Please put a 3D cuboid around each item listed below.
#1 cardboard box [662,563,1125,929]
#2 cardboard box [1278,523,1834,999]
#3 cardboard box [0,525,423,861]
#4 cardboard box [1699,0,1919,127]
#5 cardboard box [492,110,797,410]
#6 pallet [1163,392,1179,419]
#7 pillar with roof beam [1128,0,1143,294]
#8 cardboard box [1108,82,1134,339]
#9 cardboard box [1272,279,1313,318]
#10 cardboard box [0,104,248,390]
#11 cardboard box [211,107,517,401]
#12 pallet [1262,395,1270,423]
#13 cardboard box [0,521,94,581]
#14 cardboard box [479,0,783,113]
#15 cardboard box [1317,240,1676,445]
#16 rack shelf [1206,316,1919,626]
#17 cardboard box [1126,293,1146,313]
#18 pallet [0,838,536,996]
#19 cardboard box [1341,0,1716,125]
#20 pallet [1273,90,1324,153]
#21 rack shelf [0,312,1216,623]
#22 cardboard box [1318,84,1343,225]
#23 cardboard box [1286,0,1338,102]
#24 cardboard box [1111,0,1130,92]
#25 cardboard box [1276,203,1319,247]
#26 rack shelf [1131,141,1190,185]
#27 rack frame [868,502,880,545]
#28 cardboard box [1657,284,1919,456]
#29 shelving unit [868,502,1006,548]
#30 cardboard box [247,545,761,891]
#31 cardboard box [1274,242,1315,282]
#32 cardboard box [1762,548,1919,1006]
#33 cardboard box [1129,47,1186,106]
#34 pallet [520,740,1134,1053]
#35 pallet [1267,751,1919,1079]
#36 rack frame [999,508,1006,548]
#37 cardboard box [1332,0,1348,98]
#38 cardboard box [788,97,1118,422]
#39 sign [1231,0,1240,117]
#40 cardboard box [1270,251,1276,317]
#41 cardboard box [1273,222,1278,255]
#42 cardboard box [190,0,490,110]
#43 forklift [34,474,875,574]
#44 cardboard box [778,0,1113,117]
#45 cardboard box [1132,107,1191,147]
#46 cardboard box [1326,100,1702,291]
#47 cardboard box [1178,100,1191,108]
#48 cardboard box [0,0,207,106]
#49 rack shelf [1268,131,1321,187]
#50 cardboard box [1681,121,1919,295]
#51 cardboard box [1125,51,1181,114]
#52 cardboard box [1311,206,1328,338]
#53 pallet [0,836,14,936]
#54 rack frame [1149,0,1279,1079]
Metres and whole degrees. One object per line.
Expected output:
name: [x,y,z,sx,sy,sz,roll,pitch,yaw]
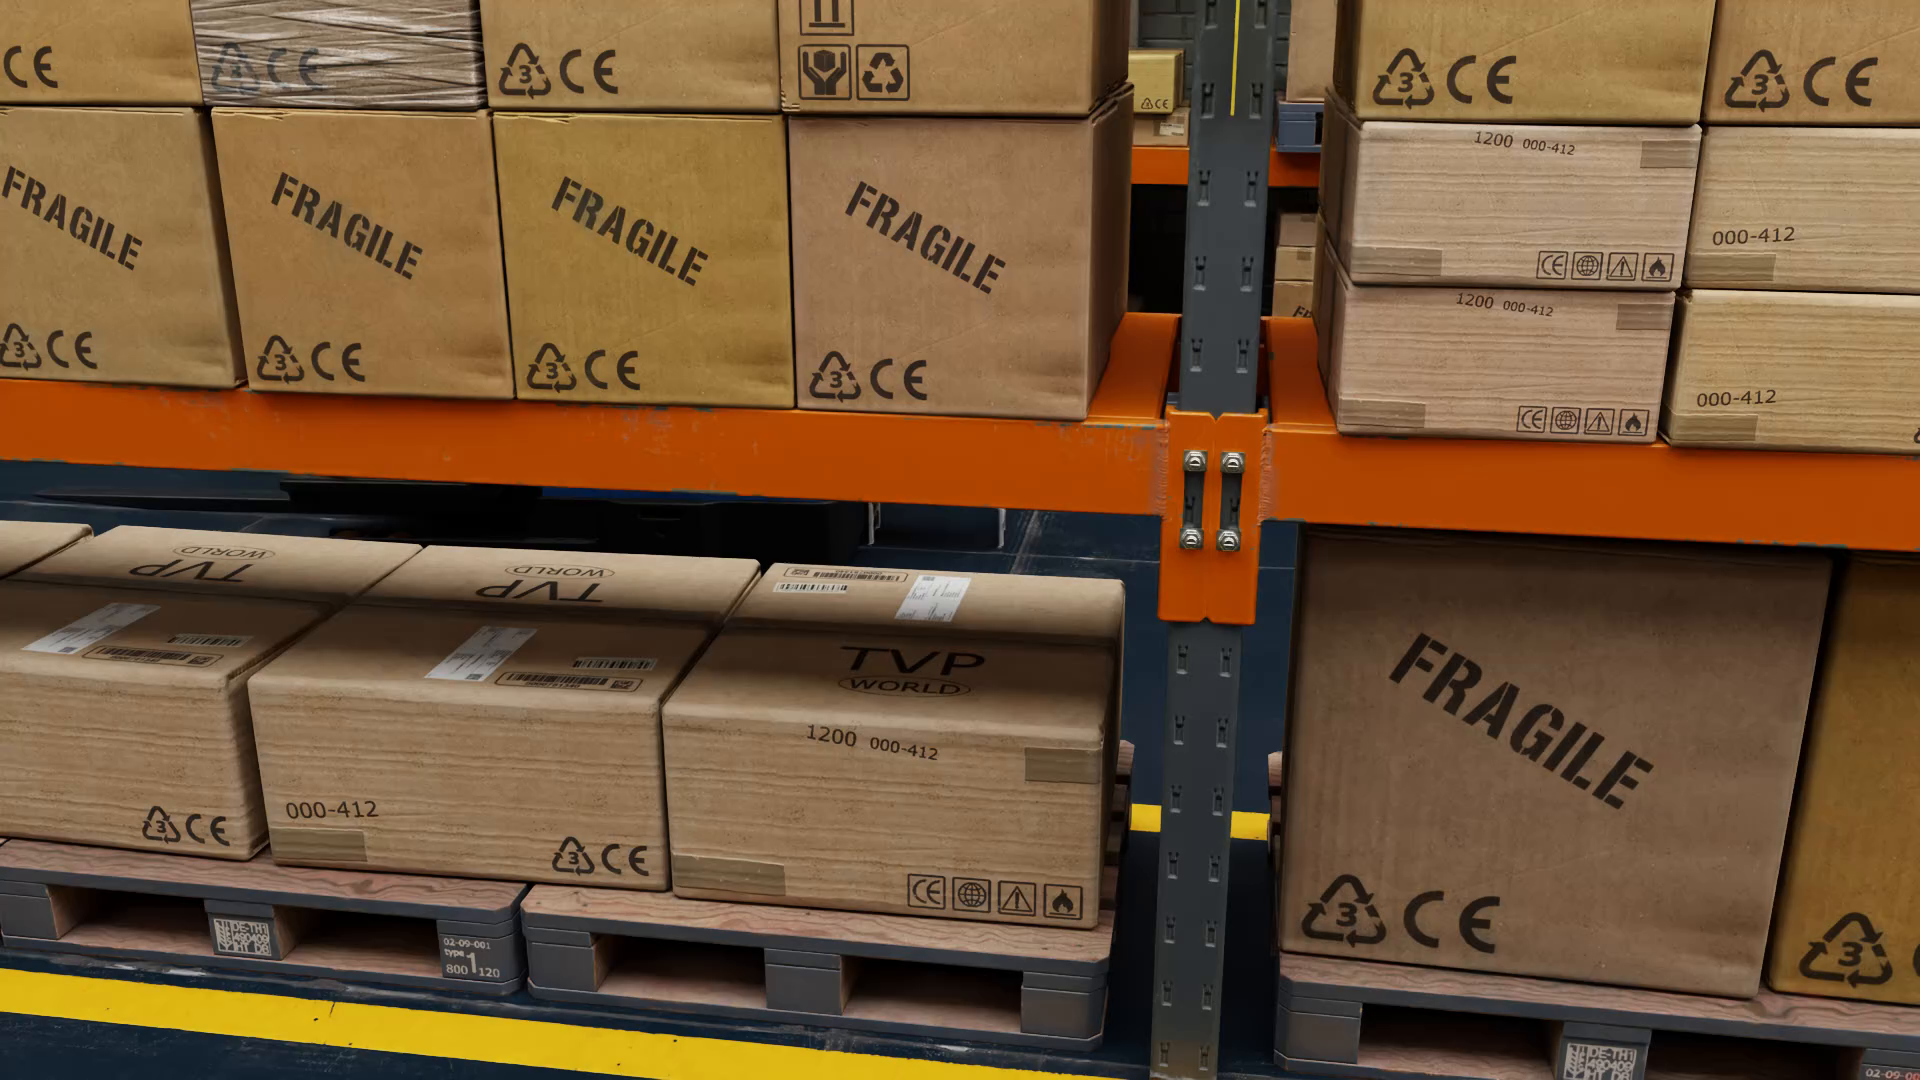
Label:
cardboard box: [-0.098,0.417,3.706,0.875,0.438,0.875,3,19,8]
cardboard box: [1.130,0.281,3.423,0.875,0.875,0.875,4,19,10]
cardboard box: [-1.872,0.326,3.977,0.875,0.438,0.875,3,19,10]
cardboard box: [1.400,-0.926,2.611,0.500,0.500,0.500,3,19,8]
cardboard box: [-0.503,-0.549,3.058,0.500,0.500,0.500,2,19,7]
pallet: [0.610,-0.801,8.366,1.213,0.211,1.003,3,19,9]
pillar with roof beam: [0.061,-3.903,3.785,0.400,9.000,9.100,3,19,9]
cardboard box: [0.083,-0.687,3.471,0.500,0.500,0.500,4,19,10]
cardboard box: [1.730,-1.008,7.866,0.500,0.500,0.500,4,19,11]
cardboard box: [-1.516,-0.601,3.213,0.500,0.500,0.500,4,19,10]
cardboard box: [-1.001,-0.569,3.120,0.500,0.500,0.500,3,19,8]
pallet: [2.097,-0.738,8.175,1.213,0.211,1.003,3,19,9]
cardboard box: [-2.777,0.283,4.107,0.875,0.438,0.875,2,19,7]
cardboard box: [-0.505,-1.021,2.893,0.500,0.500,0.500,3,19,8]
cardboard box: [0.897,-0.358,2.882,0.500,0.250,0.500,2,19,7]
rack shelf: [2.479,-0.092,2.985,4.000,0.370,1.077,3,19,9]
cardboard box: [0.673,-1.120,8.500,0.500,0.311,0.500,4,19,11]
pallet: [-1.442,0.665,3.983,1.213,0.211,1.003,3,19,9]
cardboard box: [0.894,-0.943,2.661,0.500,0.500,0.500,3,19,9]
pallet: [2.060,-1.924,7.628,1.213,0.211,1.003,3,19,9]
rack shelf: [-1.470,-0.293,3.586,4.000,0.370,1.077,3,19,9]
cardboard box: [0.979,-0.754,3.277,0.500,0.250,0.500,3,19,9]
cardboard box: [1.730,-2.241,7.455,0.500,0.500,0.700,3,19,10]
cardboard box: [0.073,-1.155,3.295,0.500,0.500,0.500,3,19,9]
cardboard box: [1.610,-1.469,7.753,0.250,0.149,0.380,3,19,8]
rack shelf: [-0.686,-1.849,8.234,4.000,0.370,1.077,3,19,9]
rack frame: [-0.326,-0.587,6.165,0.015,1.200,0.240,1,19,4]
cardboard box: [1.408,-0.332,2.805,0.500,0.250,0.500,2,19,7]
shelving unit: [-0.082,-0.581,6.150,0.503,1.200,0.258,1,19,4]
cardboard box: [-0.982,0.372,3.840,0.875,0.438,0.875,2,19,7]
cardboard box: [1.600,-1.309,7.743,0.250,0.149,0.380,4,19,11]
cardboard box: [2.023,0.324,3.295,0.875,0.875,0.875,3,19,10]
cardboard box: [0.842,-2.269,8.123,0.500,0.250,0.500,3,19,8]
pallet: [-0.234,0.726,3.801,1.213,0.211,1.003,3,19,9]
pallet: [1.278,0.804,3.568,1.213,0.211,1.003,3,19,9]
rack frame: [0.161,-0.576,6.134,0.015,1.200,0.240,1,19,4]
cardboard box: [0.986,-1.112,3.165,0.500,0.500,0.500,4,19,10]
cardboard box: [0.006,-0.525,2.986,0.500,0.500,0.500,3,19,9]
sign: [0.418,-0.808,2.502,0.005,0.325,0.100,3,19,9]
cardboard box: [1.820,-1.171,8.353,0.500,0.500,0.500,3,19,8]
cardboard box: [1.697,-1.482,8.261,0.250,0.149,0.380,2,19,6]
cardboard box: [-1.009,-1.043,2.961,0.500,0.500,0.500,3,19,9]
forklift: [-1.864,-1.416,5.917,3.031,2.935,1.130,1,19,4]
cardboard box: [-0.005,-0.993,2.809,0.500,0.500,0.500,3,19,8]
cardboard box: [0.933,-1.907,7.671,0.250,0.149,0.380,3,19,9]
cardboard box: [0.894,-0.589,2.786,0.500,0.250,0.500,2,19,7]
cardboard box: [1.000,-2.073,8.166,0.250,0.149,0.380,3,19,9]
cardboard box: [-1.503,-1.071,3.044,0.500,0.500,0.500,3,19,9]
rack shelf: [3.263,-1.647,7.633,4.000,0.370,1.077,3,19,9]
cardboard box: [1.414,-0.572,2.733,0.500,0.250,0.500,3,19,10]
cardboard box: [0.747,-2.108,7.644,0.500,0.250,0.500,3,19,10]
cardboard box: [0.988,-0.519,3.364,0.500,0.250,0.500,2,19,7]
pallet: [-2.643,0.603,4.168,1.213,0.211,1.003,3,19,9]
rack frame: [0.505,-0.534,3.171,0.127,3.000,1.000,3,19,9]
